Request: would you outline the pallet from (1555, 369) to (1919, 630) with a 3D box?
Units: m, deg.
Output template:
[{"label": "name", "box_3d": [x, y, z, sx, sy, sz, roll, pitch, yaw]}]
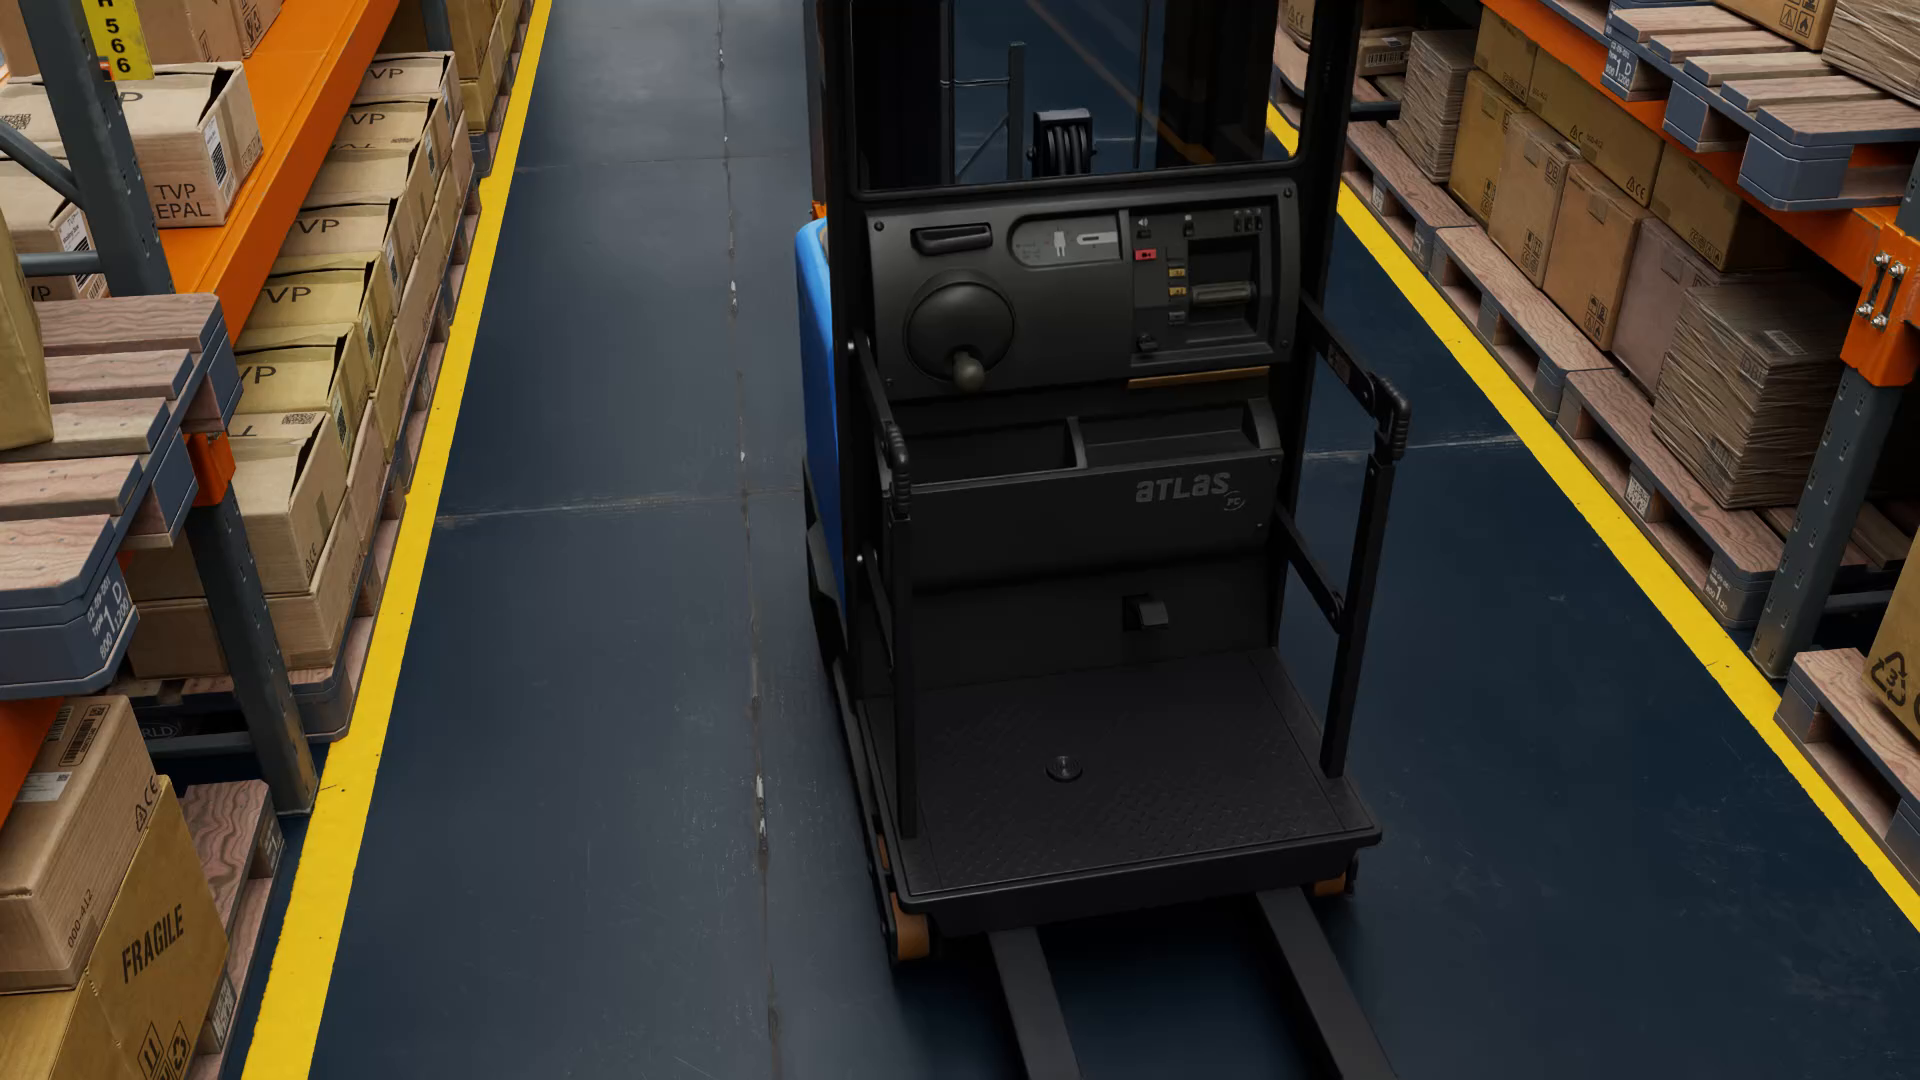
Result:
[{"label": "pallet", "box_3d": [2.654, -0.196, 5.351, 1.003, 0.211, 1.213, -4, 35, -6]}]

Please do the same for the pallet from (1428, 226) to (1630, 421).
[{"label": "pallet", "box_3d": [2.493, -0.876, 6.347, 1.003, 0.211, 1.213, -4, 35, -6]}]

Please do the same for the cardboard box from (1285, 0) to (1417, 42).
[{"label": "cardboard box", "box_3d": [2.040, -2.870, 8.626, 0.500, 0.500, 0.500, -7, 35, -10]}]

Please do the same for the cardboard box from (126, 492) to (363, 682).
[{"label": "cardboard box", "box_3d": [-1.930, 0.113, 4.489, 0.500, 0.250, 0.500, -4, 35, -7]}]

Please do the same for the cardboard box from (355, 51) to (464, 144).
[{"label": "cardboard box", "box_3d": [-2.350, -1.832, 6.845, 0.500, 0.311, 0.500, -4, 35, -6]}]

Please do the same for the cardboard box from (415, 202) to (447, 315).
[{"label": "cardboard box", "box_3d": [-2.210, -1.027, 6.163, 0.500, 0.250, 0.500, -4, 34, -5]}]

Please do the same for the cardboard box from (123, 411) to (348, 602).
[{"label": "cardboard box", "box_3d": [-1.930, -0.119, 4.331, 0.500, 0.311, 0.500, -3, 34, -5]}]

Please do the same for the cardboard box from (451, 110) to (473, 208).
[{"label": "cardboard box", "box_3d": [-2.346, -1.595, 6.996, 0.500, 0.250, 0.500, -5, 35, -7]}]

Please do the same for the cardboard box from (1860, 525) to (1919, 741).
[{"label": "cardboard box", "box_3d": [2.726, 0.223, 3.796, 0.750, 0.750, 0.750, -5, 35, -7]}]

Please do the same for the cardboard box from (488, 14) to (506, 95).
[{"label": "cardboard box", "box_3d": [-2.513, -2.366, 8.127, 0.500, 0.250, 0.500, -4, 35, -6]}]

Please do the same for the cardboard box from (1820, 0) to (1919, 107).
[{"label": "cardboard box", "box_3d": [2.684, -1.397, 4.157, 0.700, 0.500, 0.500, -8, 35, -12]}]

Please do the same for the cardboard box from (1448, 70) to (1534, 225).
[{"label": "cardboard box", "box_3d": [2.454, -1.599, 6.762, 0.700, 0.500, 0.500, -5, 35, -7]}]

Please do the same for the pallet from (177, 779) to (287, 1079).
[{"label": "pallet", "box_3d": [-2.088, 1.037, 3.541, 1.003, 0.211, 1.213, -4, 35, -6]}]

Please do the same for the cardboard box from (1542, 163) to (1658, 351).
[{"label": "cardboard box", "box_3d": [2.560, -1.030, 5.928, 0.700, 0.500, 0.500, -5, 35, -7]}]

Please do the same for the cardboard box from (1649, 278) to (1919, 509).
[{"label": "cardboard box", "box_3d": [2.609, -0.459, 5.089, 0.700, 0.500, 0.500, -4, 34, -6]}]

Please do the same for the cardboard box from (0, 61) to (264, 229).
[{"label": "cardboard box", "box_3d": [-2.079, -1.012, 4.151, 0.500, 0.311, 0.500, -5, 35, -7]}]

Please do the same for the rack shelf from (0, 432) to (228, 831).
[{"label": "rack shelf", "box_3d": [-1.882, 0.878, 1.937, 1.077, 0.370, 4.000, -4, 35, -6]}]

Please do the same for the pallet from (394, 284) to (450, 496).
[{"label": "pallet", "box_3d": [-2.383, -0.525, 5.832, 1.003, 0.211, 1.213, -4, 35, -6]}]

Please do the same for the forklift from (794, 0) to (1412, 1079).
[{"label": "forklift", "box_3d": [0.315, -0.473, 3.342, 1.130, 2.935, 3.031, -6, 35, -9]}]

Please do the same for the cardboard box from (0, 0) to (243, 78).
[{"label": "cardboard box", "box_3d": [-2.392, -1.512, 4.716, 0.500, 0.500, 0.500, -6, 35, -9]}]

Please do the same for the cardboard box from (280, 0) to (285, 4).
[{"label": "cardboard box", "box_3d": [-2.531, -2.085, 5.557, 0.500, 0.500, 0.500, -2, 34, -3]}]

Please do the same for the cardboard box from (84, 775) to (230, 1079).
[{"label": "cardboard box", "box_3d": [-1.792, 0.820, 3.212, 0.500, 0.500, 0.500, -3, 34, -5]}]

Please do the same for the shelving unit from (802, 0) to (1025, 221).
[{"label": "shelving unit", "box_3d": [-0.167, -1.009, 5.399, 0.587, 1.500, 1.083, -6, 35, -9]}]

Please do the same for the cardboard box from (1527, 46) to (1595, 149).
[{"label": "cardboard box", "box_3d": [2.471, -1.658, 6.183, 0.500, 0.250, 0.500, -5, 35, -8]}]

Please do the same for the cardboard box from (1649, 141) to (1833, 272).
[{"label": "cardboard box", "box_3d": [2.595, -1.092, 5.352, 0.500, 0.250, 0.500, -4, 34, -5]}]

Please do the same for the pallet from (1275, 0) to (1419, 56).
[{"label": "pallet", "box_3d": [1.927, -3.047, 9.533, 1.003, 0.211, 1.213, -4, 35, -6]}]

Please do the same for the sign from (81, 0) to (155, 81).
[{"label": "sign", "box_3d": [-1.614, -1.027, 3.136, 0.100, 0.325, 0.005, -4, 35, -6]}]

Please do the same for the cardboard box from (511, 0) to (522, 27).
[{"label": "cardboard box", "box_3d": [-2.648, -2.924, 8.945, 0.500, 0.250, 0.500, -4, 35, -6]}]

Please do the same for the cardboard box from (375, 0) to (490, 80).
[{"label": "cardboard box", "box_3d": [-2.441, -2.397, 7.506, 0.500, 0.500, 0.500, -4, 35, -6]}]

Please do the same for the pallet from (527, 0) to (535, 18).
[{"label": "pallet", "box_3d": [-3.082, -3.424, 10.086, 1.003, 0.211, 1.213, -4, 35, -6]}]

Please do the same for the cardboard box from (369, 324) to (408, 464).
[{"label": "cardboard box", "box_3d": [-2.074, -0.457, 5.326, 0.500, 0.250, 0.500, -5, 35, -8]}]

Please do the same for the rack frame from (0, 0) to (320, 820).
[{"label": "rack frame", "box_3d": [-2.151, -0.535, 3.372, 1.000, 3.000, 0.127, -4, 35, -6]}]

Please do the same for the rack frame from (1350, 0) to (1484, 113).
[{"label": "rack frame", "box_3d": [2.220, -3.145, 7.201, 1.000, 3.000, 0.127, -4, 35, -6]}]

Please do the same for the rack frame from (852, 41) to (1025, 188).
[{"label": "rack frame", "box_3d": [-0.068, -0.733, 4.994, 0.500, 1.500, 0.032, -6, 35, -9]}]

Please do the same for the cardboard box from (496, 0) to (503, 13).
[{"label": "cardboard box", "box_3d": [-2.575, -2.955, 8.325, 0.500, 0.500, 0.500, -4, 35, -6]}]

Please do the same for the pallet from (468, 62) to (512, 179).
[{"label": "pallet", "box_3d": [-2.754, -2.062, 8.088, 1.003, 0.211, 1.213, -4, 35, -6]}]

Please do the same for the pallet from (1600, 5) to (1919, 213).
[{"label": "pallet", "box_3d": [2.556, -1.223, 4.551, 1.213, 0.211, 1.003, -4, 35, -6]}]

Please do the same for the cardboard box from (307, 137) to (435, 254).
[{"label": "cardboard box", "box_3d": [-2.209, -1.264, 6.011, 0.500, 0.311, 0.500, -4, 35, -7]}]

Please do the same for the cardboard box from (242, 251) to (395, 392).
[{"label": "cardboard box", "box_3d": [-2.075, -0.696, 5.178, 0.500, 0.311, 0.500, -5, 35, -8]}]

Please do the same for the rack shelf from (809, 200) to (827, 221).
[{"label": "rack shelf", "box_3d": [-0.169, -0.865, 5.507, 0.538, 0.185, 1.000, -6, 35, -9]}]

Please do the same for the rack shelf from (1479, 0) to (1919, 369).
[{"label": "rack shelf", "box_3d": [2.489, -1.731, 5.766, 1.077, 0.370, 4.000, -4, 35, -6]}]
